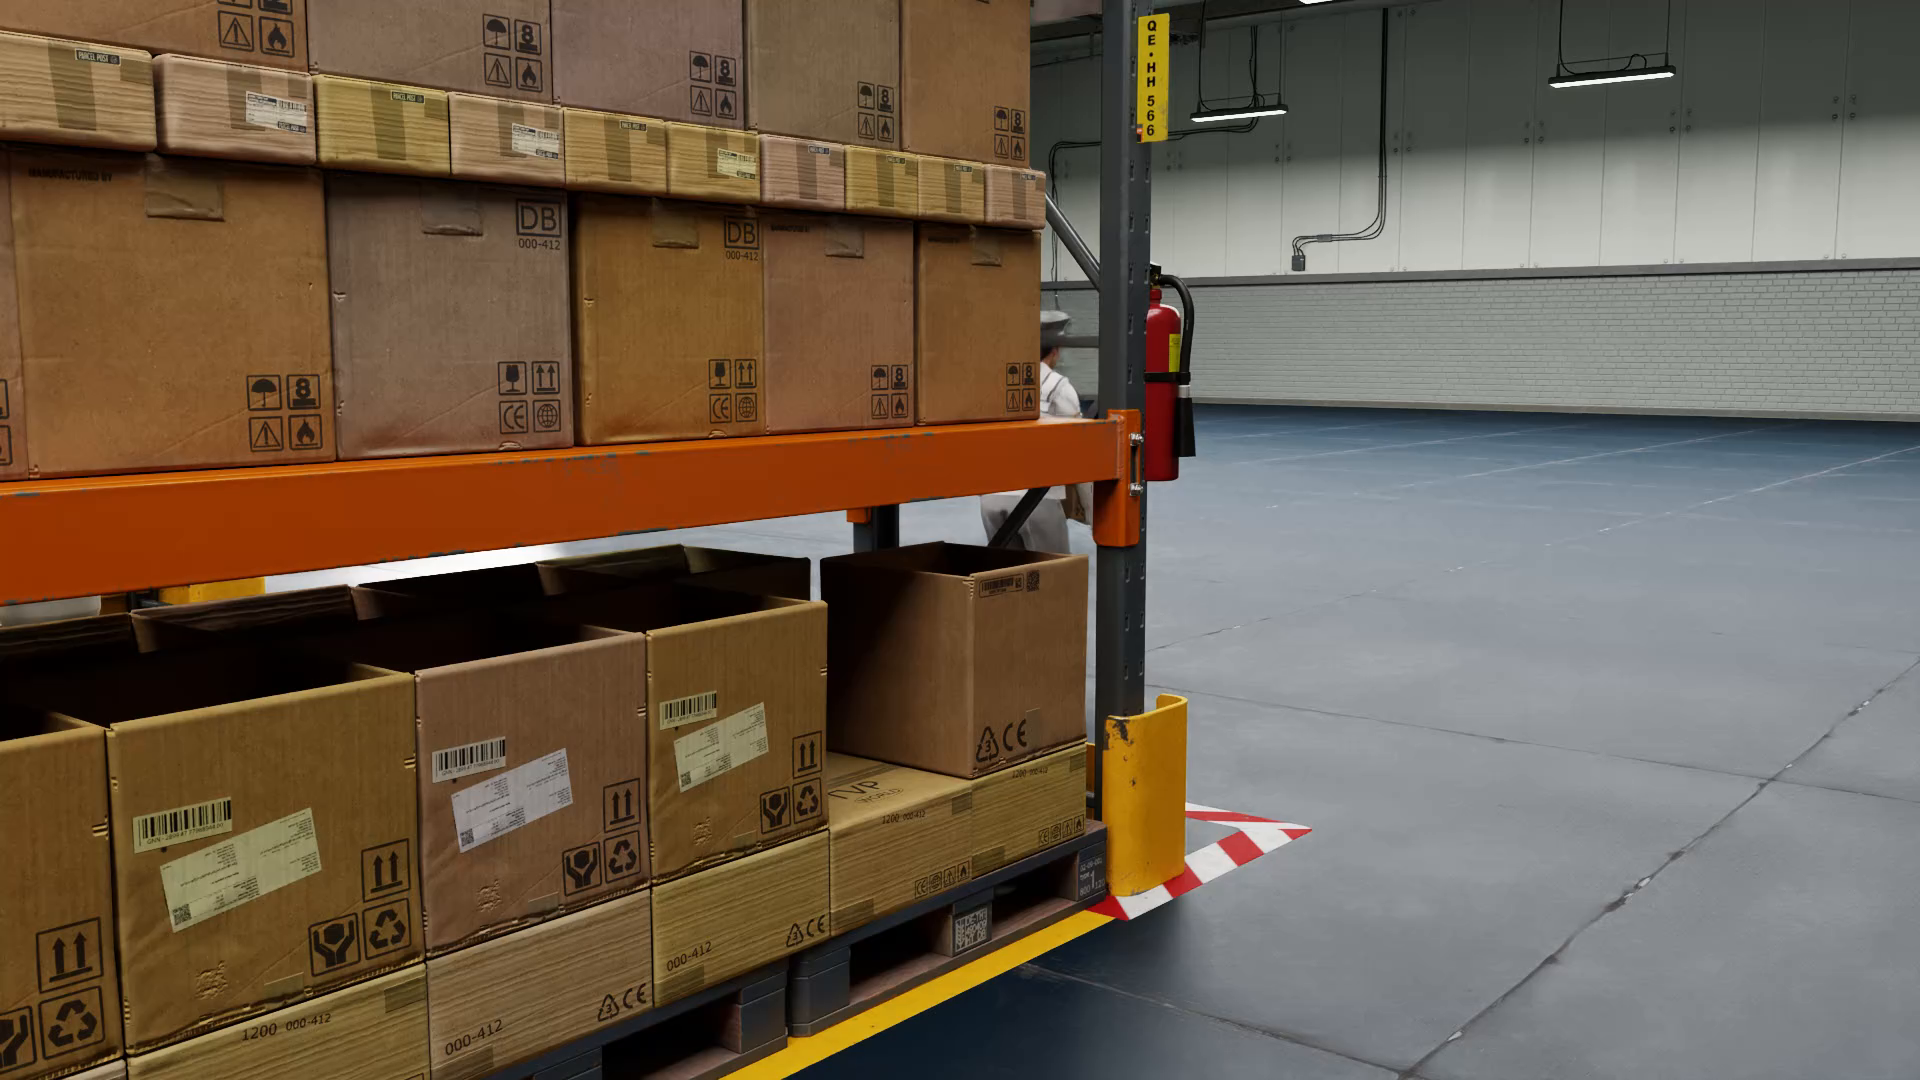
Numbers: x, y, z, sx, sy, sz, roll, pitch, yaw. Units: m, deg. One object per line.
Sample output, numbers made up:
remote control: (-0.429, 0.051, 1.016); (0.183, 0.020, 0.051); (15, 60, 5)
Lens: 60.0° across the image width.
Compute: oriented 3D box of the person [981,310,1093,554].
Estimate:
person: (0.316, -0.128, 6.919); (0.415, 1.648, 0.549); (5, 9, 37)
